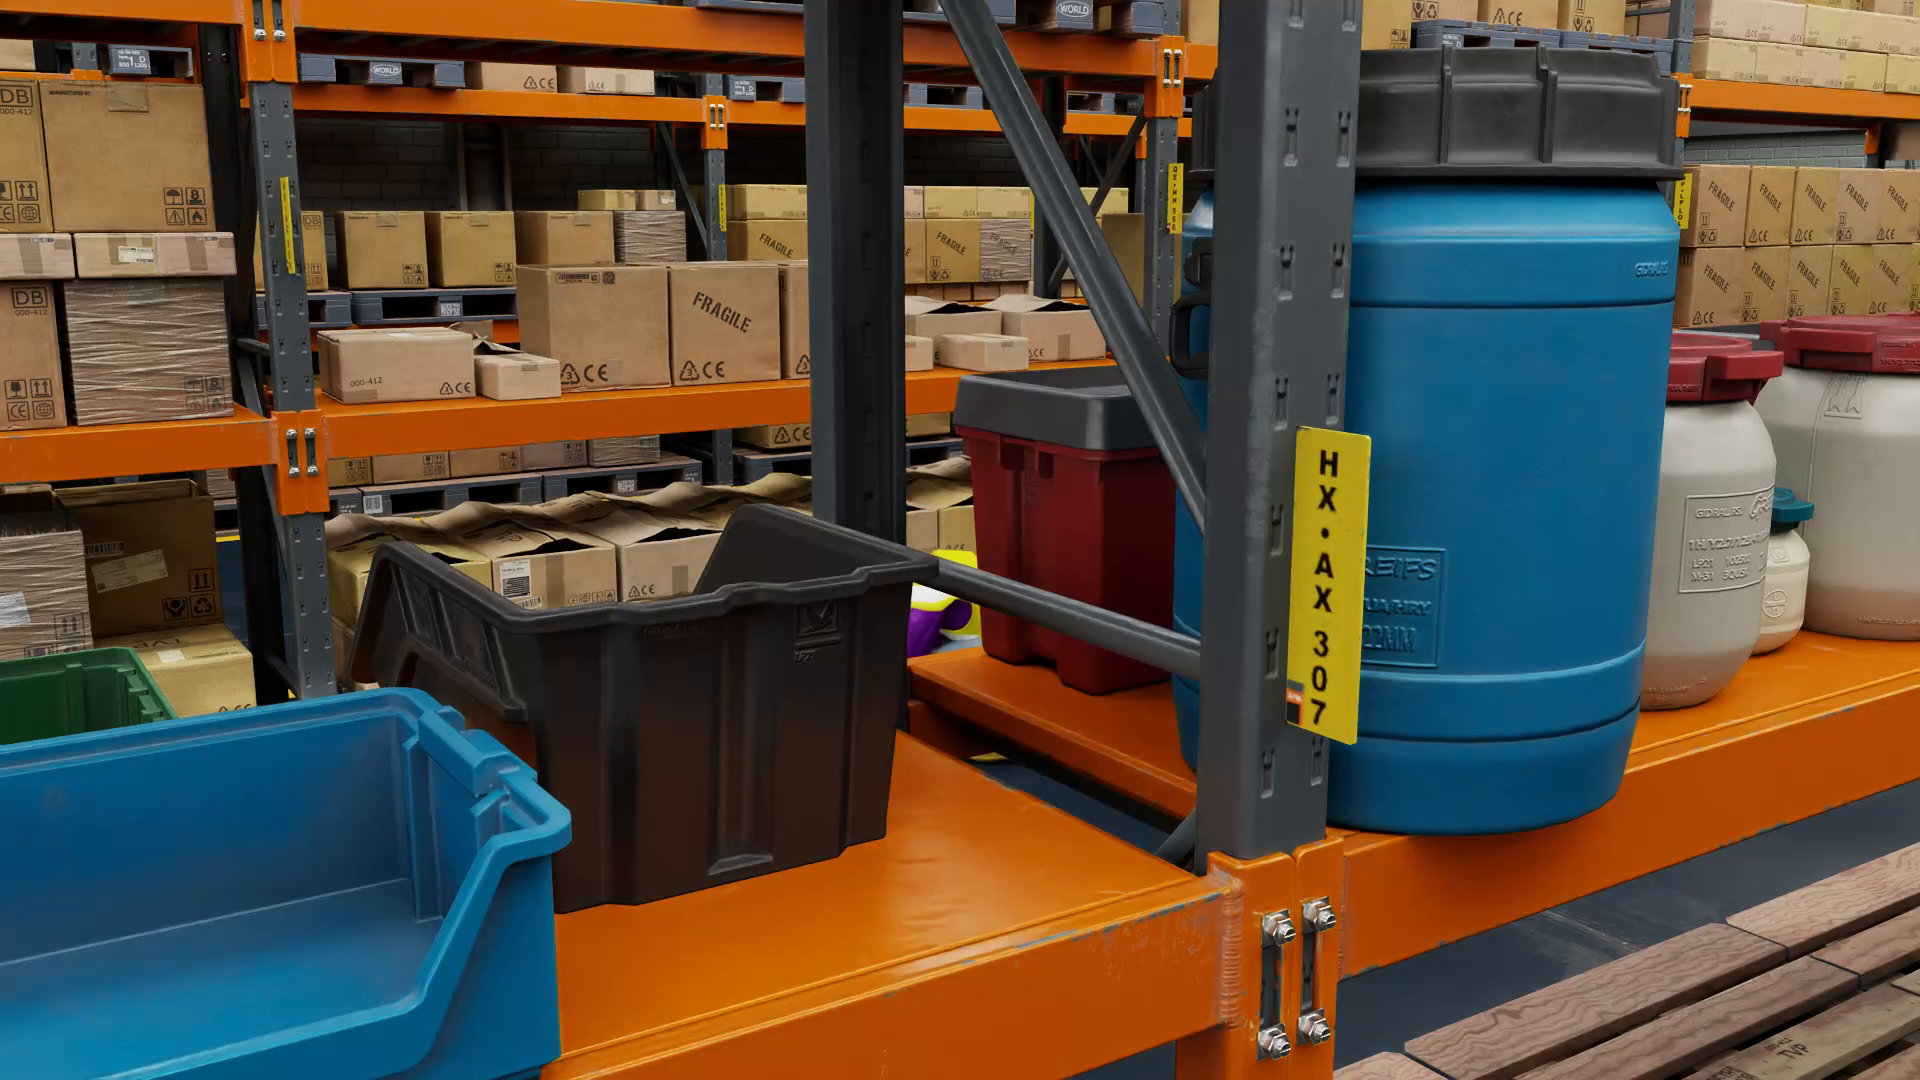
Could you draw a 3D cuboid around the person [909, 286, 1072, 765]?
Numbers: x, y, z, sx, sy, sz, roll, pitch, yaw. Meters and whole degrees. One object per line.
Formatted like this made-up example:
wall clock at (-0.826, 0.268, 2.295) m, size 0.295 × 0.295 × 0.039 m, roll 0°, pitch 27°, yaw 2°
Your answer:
person at (0.128, -0.062, 6.213) m, size 0.586 × 1.758 × 0.484 m, roll 3°, pitch 12°, yaw 14°
